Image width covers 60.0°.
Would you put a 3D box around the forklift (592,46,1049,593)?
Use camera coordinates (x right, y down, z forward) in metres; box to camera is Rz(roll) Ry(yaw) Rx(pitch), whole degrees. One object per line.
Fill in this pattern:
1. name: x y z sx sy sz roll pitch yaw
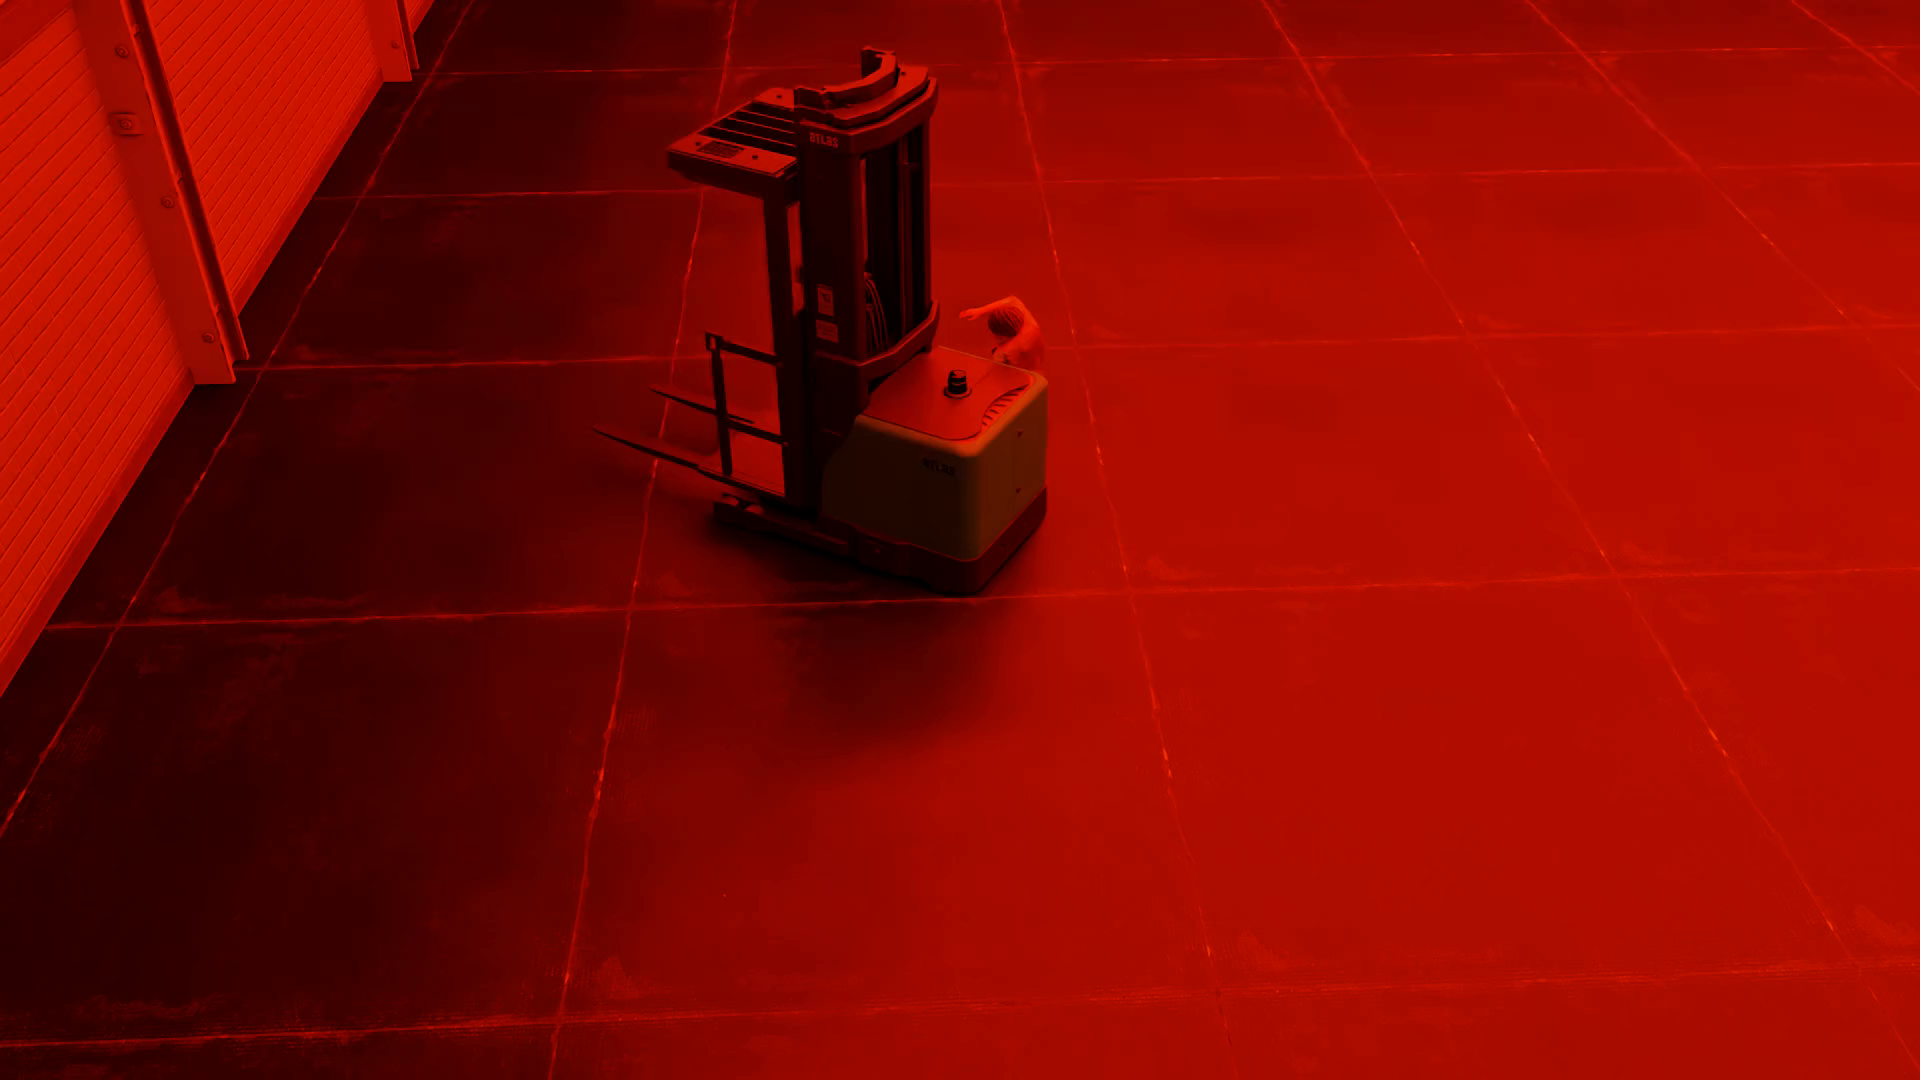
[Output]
1. forklift: -0.987 -1.492 10.059 3.031 2.935 1.130 18 40 23

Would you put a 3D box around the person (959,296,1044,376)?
1. person: 0.168 -0.958 10.700 0.776 1.318 0.882 -2 36 -3
